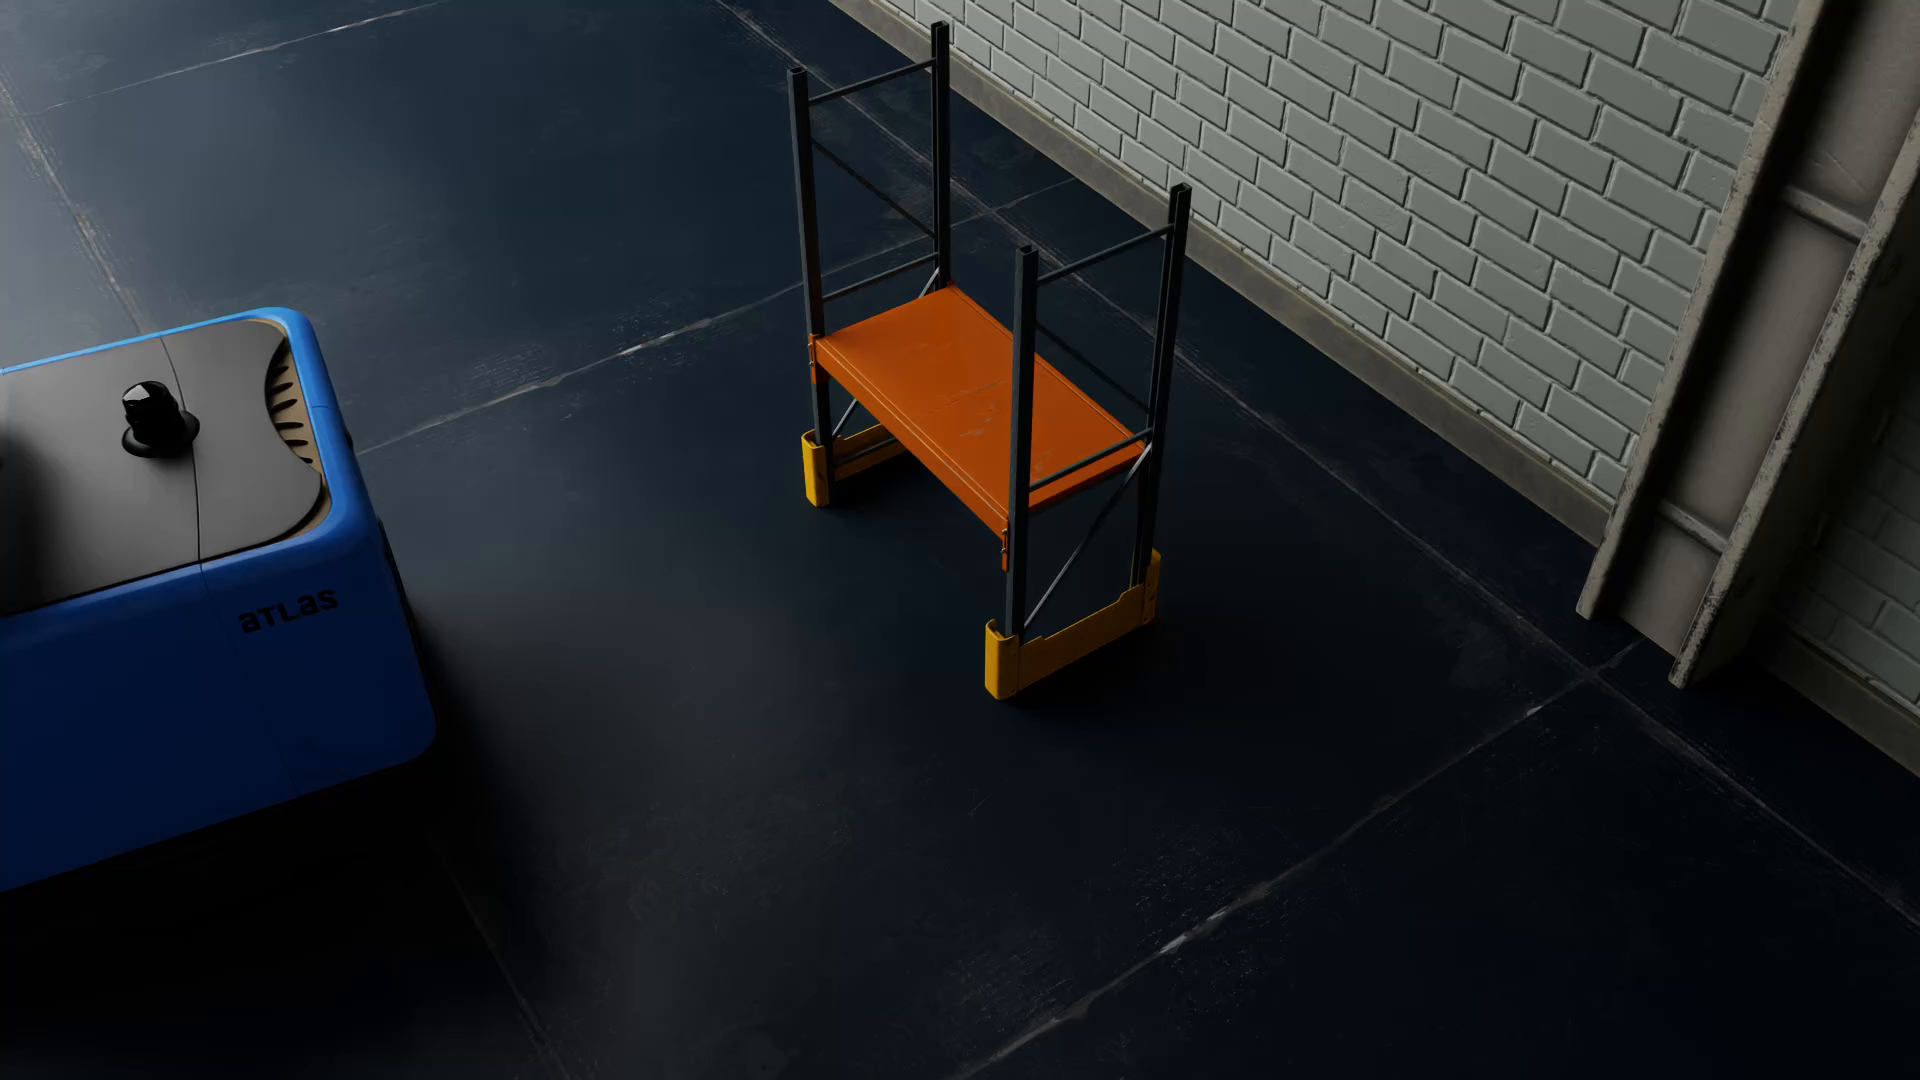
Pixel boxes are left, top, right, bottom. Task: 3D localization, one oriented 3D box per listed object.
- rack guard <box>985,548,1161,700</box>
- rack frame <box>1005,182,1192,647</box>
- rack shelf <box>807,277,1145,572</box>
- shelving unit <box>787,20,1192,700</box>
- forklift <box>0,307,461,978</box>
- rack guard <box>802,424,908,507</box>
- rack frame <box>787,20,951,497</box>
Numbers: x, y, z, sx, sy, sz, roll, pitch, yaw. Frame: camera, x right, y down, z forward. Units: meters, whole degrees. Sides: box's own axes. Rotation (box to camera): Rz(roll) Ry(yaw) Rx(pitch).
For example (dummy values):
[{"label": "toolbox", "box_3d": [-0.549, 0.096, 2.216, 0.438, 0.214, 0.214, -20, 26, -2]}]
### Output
[{"label": "rack guard", "box_3d": [0.329, 0.235, 4.823, 0.587, 0.250, 0.087, -26, 49, -24]}, {"label": "rack frame", "box_3d": [0.340, -0.206, 4.380, 0.500, 1.500, 0.032, -26, 49, -24]}, {"label": "rack shelf", "box_3d": [0.049, -0.364, 4.806, 0.538, 0.185, 1.000, -26, 49, -24]}, {"label": "shelving unit", "box_3d": [0.044, -0.499, 4.687, 0.587, 1.500, 1.083, -26, 49, -24]}, {"label": "forklift", "box_3d": [-2.894, -0.192, 3.328, 3.031, 2.935, 1.130, -17, 46, -17]}, {"label": "rack guard", "box_3d": [-0.241, -0.329, 5.414, 0.587, 0.250, 0.087, -26, 49, -24]}, {"label": "rack frame", "box_3d": [-0.242, -0.782, 4.983, 0.500, 1.500, 0.032, -26, 49, -24]}]
